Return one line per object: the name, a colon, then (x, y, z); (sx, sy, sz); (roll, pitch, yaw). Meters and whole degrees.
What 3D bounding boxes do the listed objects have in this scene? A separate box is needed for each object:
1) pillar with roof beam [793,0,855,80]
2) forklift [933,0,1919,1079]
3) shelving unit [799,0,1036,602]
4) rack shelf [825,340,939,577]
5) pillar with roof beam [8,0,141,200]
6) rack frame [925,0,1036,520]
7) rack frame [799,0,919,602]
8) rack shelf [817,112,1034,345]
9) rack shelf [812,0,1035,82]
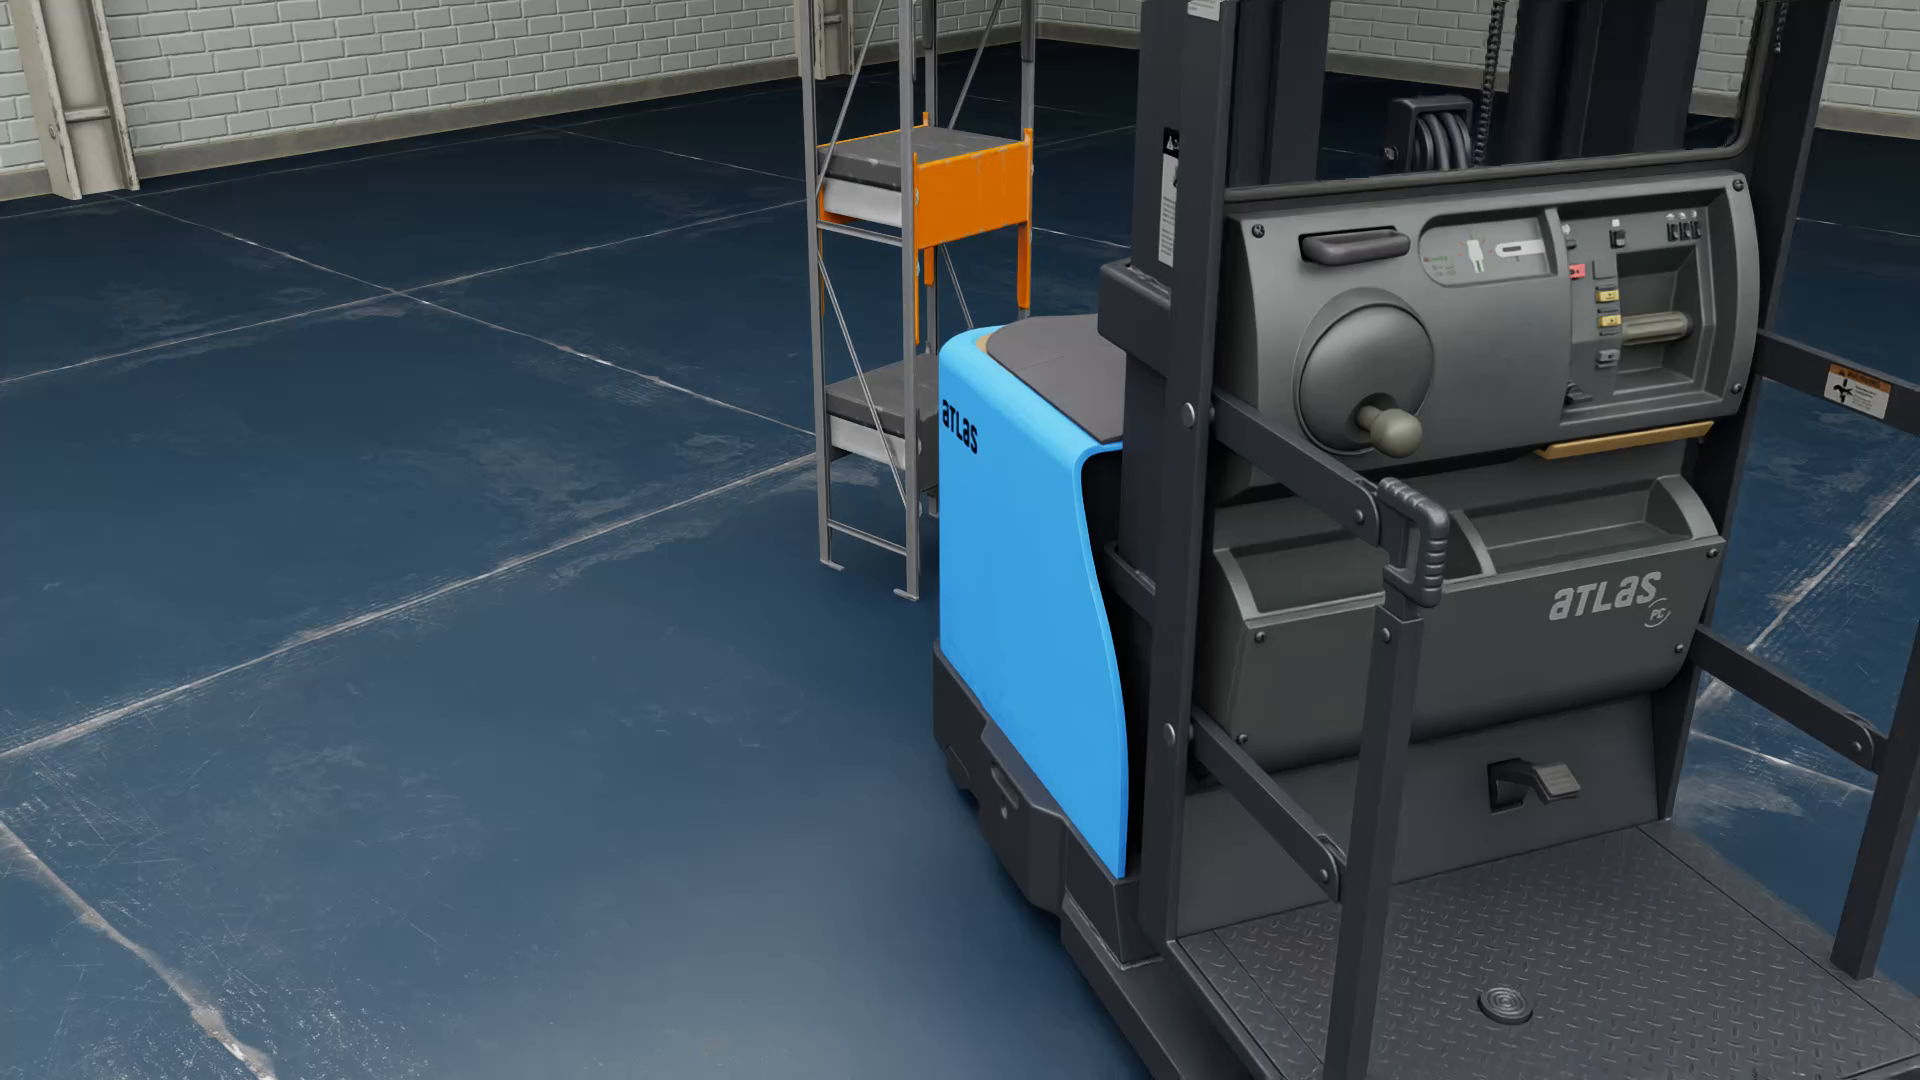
pillar with roof beam: (2.079, -6.834, 9.492); (9.100, 9.000, 0.400); (20, 31, 38)
forklift: (0.929, -0.323, 2.388); (1.130, 2.935, 3.031); (-9, 26, -19)
shelving unit: (-0.110, -0.908, 4.708); (0.431, 2.100, 0.503); (20, 31, 38)
rack shelf: (-0.110, -0.256, 5.000); (0.431, 0.518, 0.480); (20, 31, 38)
pillar with roof beam: (-1.925, -5.006, 5.415); (9.100, 9.000, 0.400); (20, 31, 38)
rack frame: (0.052, -0.982, 4.874); (0.400, 2.100, 0.015); (20, 31, 38)
rack frame: (-0.273, -0.833, 4.542); (0.400, 2.100, 0.015); (20, 31, 38)
rack shelf: (-0.110, -0.895, 4.714); (0.431, 0.518, 0.480); (20, 31, 38)
rack shelf: (-0.110, -1.534, 4.427); (0.431, 0.518, 0.480); (20, 31, 38)
